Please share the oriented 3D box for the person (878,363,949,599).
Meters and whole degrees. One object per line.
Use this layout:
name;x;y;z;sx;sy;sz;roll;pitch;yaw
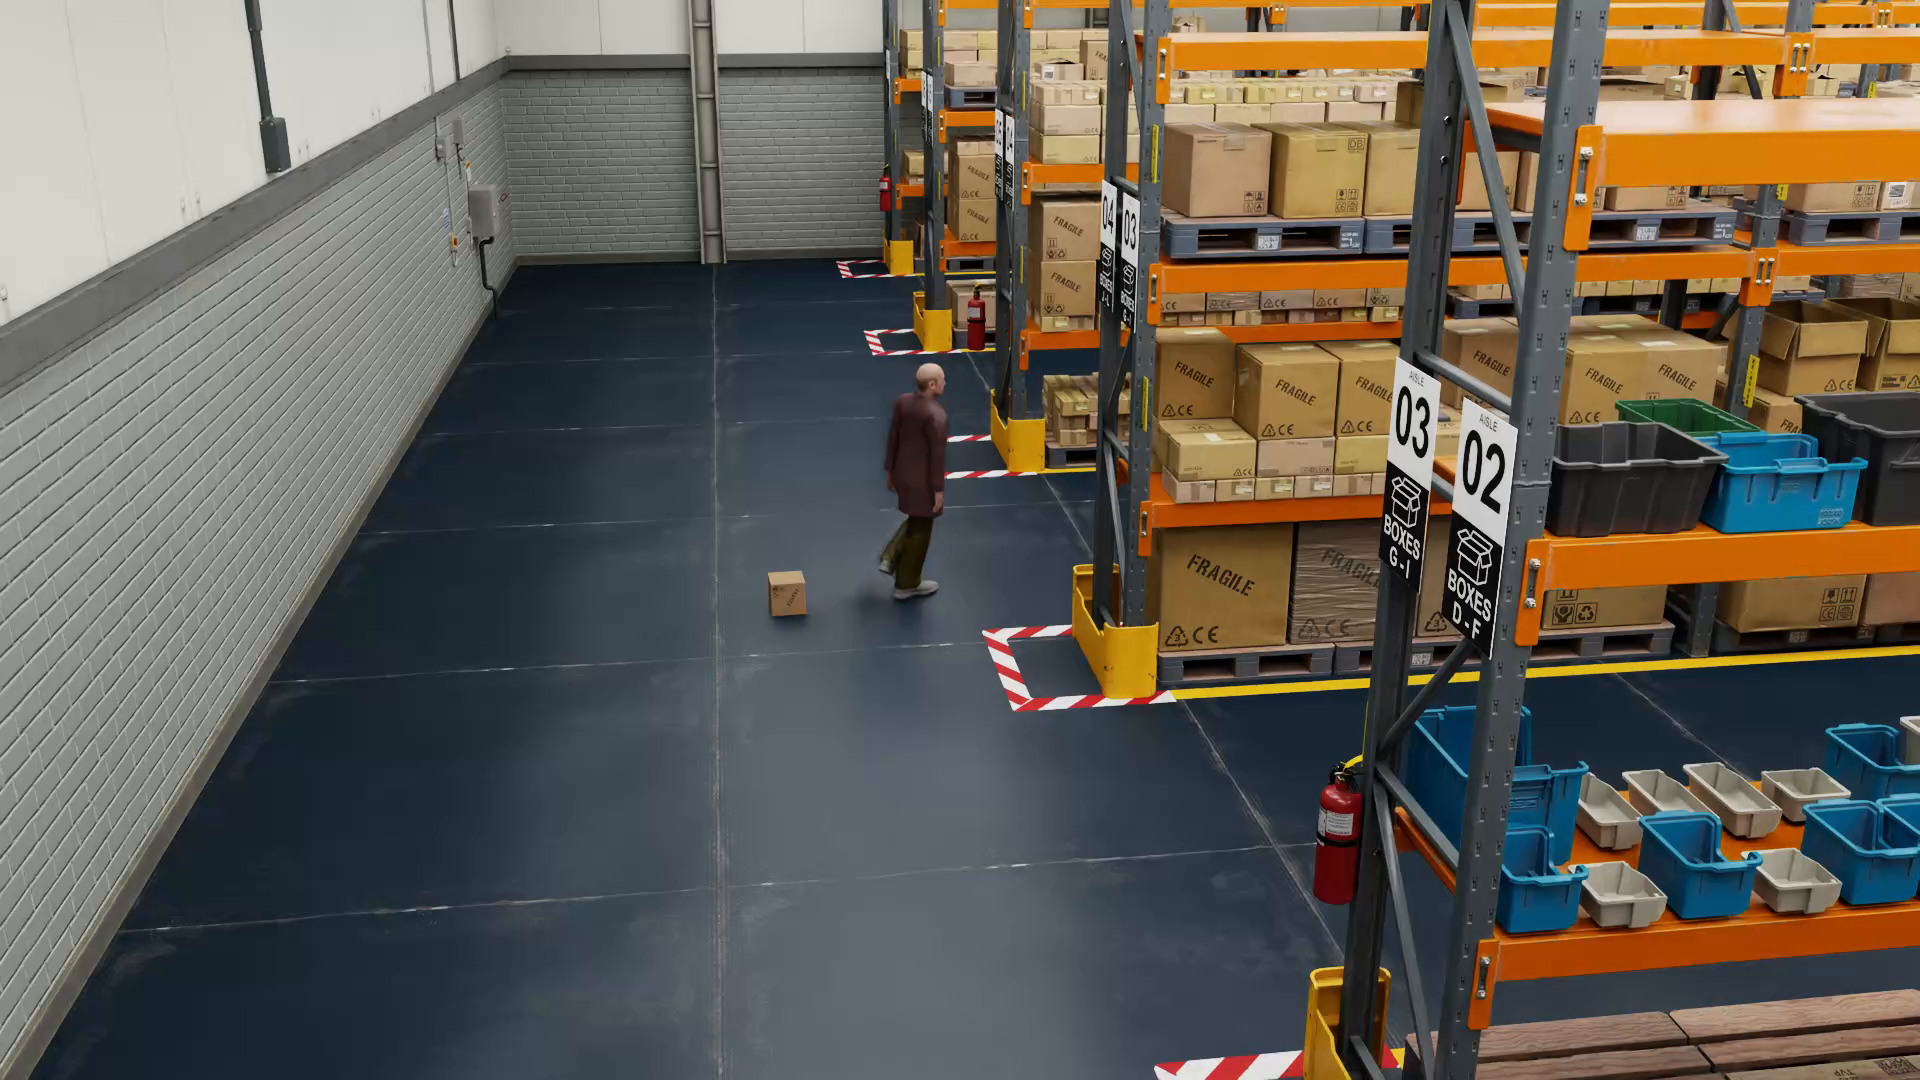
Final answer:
person;-0.330;-0.430;12.253;0.552;1.769;0.619;-13;24;-33
